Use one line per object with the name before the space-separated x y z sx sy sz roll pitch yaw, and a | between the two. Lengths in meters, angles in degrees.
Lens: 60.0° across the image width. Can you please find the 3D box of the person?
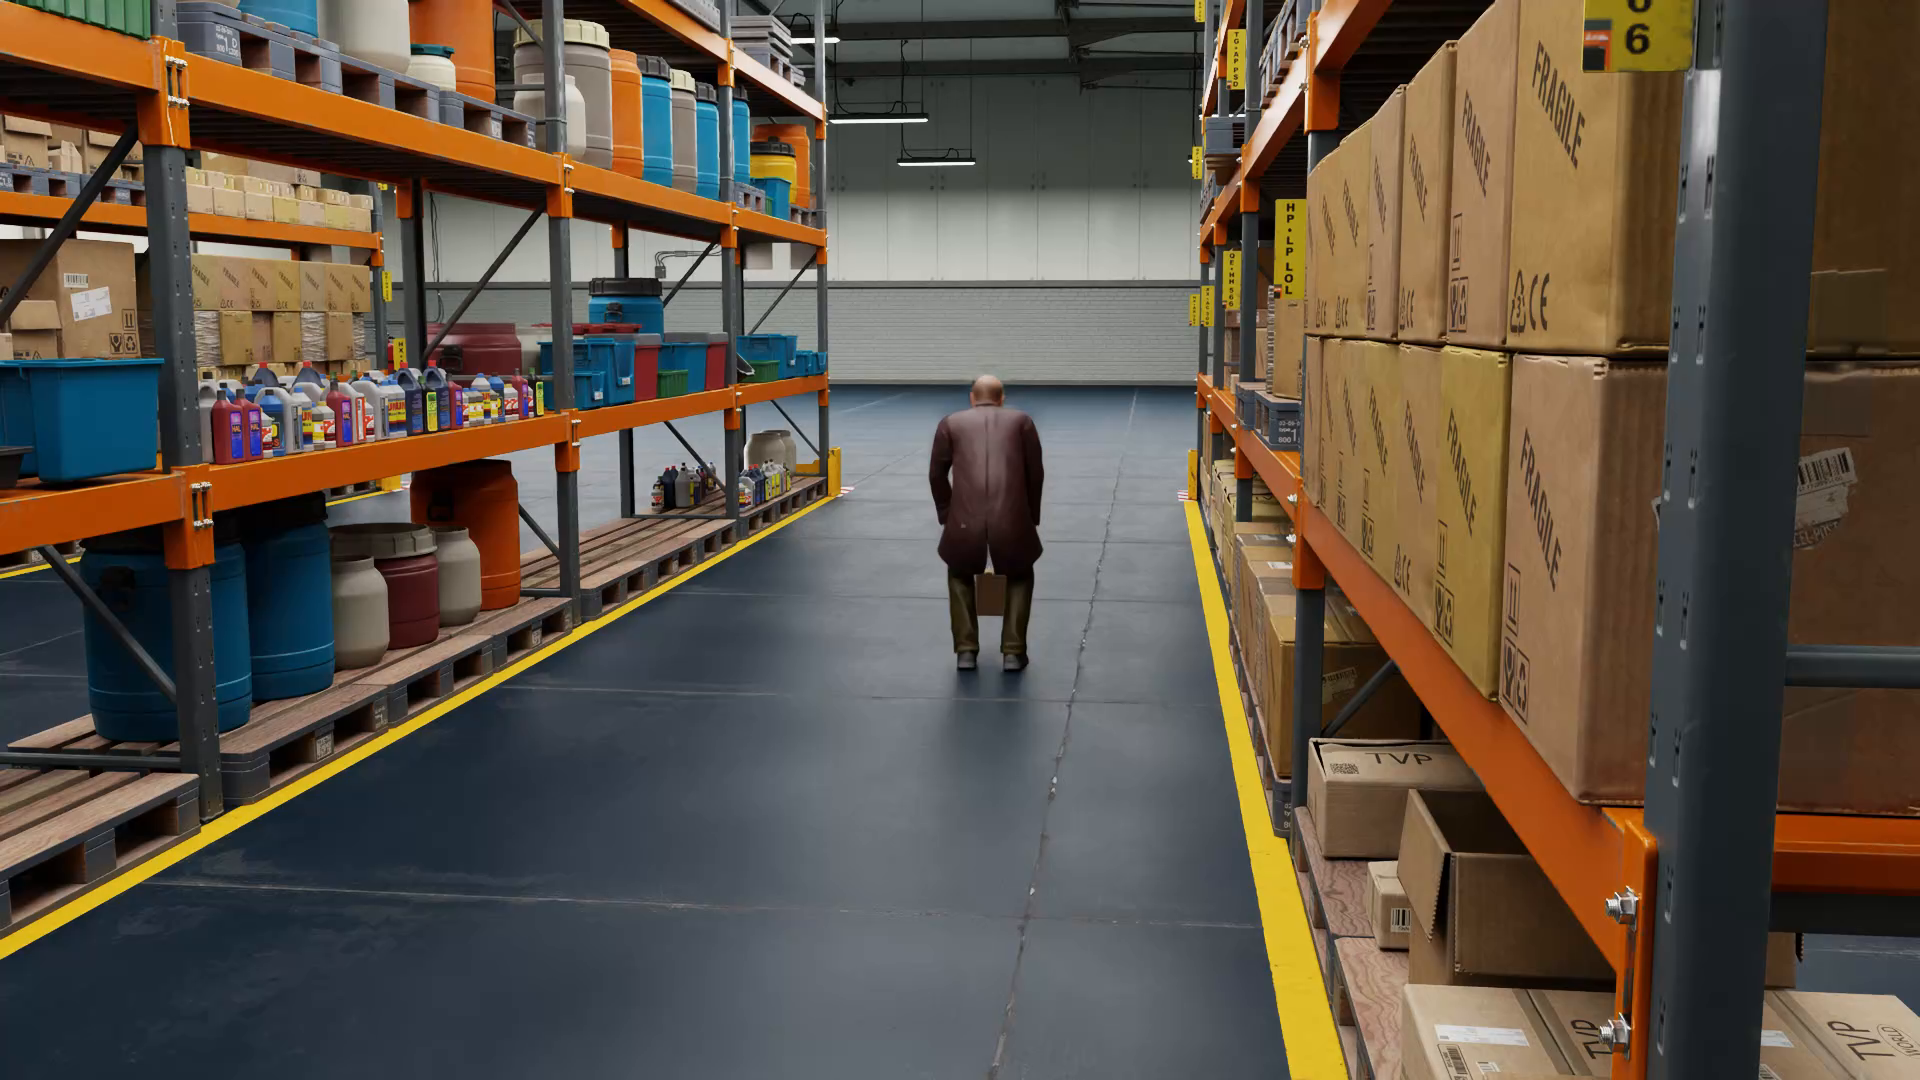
person | 0.136 -0.091 8.940 0.626 1.552 0.612 1 7 7
